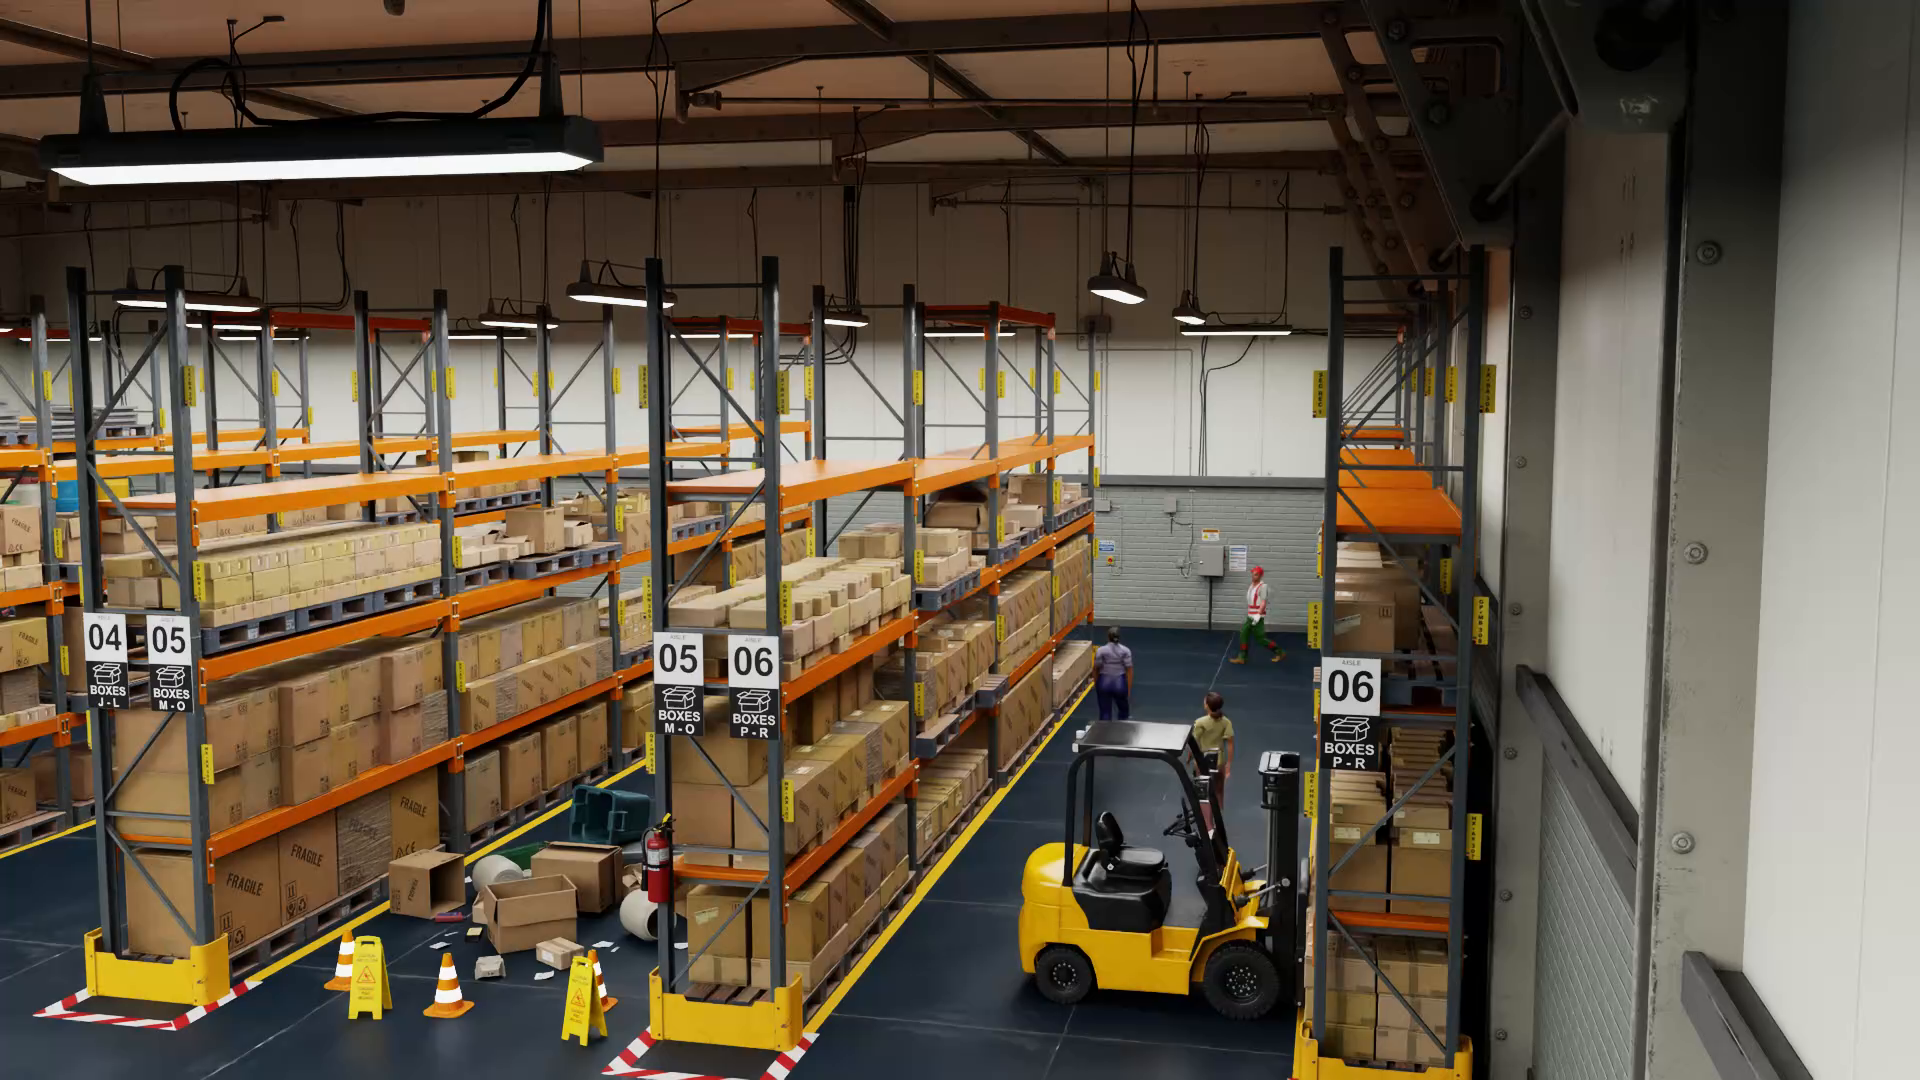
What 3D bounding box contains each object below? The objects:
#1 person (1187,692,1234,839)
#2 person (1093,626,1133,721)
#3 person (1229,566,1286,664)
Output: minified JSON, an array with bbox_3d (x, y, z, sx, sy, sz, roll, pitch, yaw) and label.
[{"bbox_3d":[2.751,2.486,18.274,0.495,1.690,0.676,0,6,2],"label":"person"},{"bbox_3d":[1.967,1.914,21.352,0.522,1.656,0.743,1,6,10],"label":"person"},{"bbox_3d":[5.245,1.337,29.236,0.987,1.748,0.601,1,6,6],"label":"person"}]
